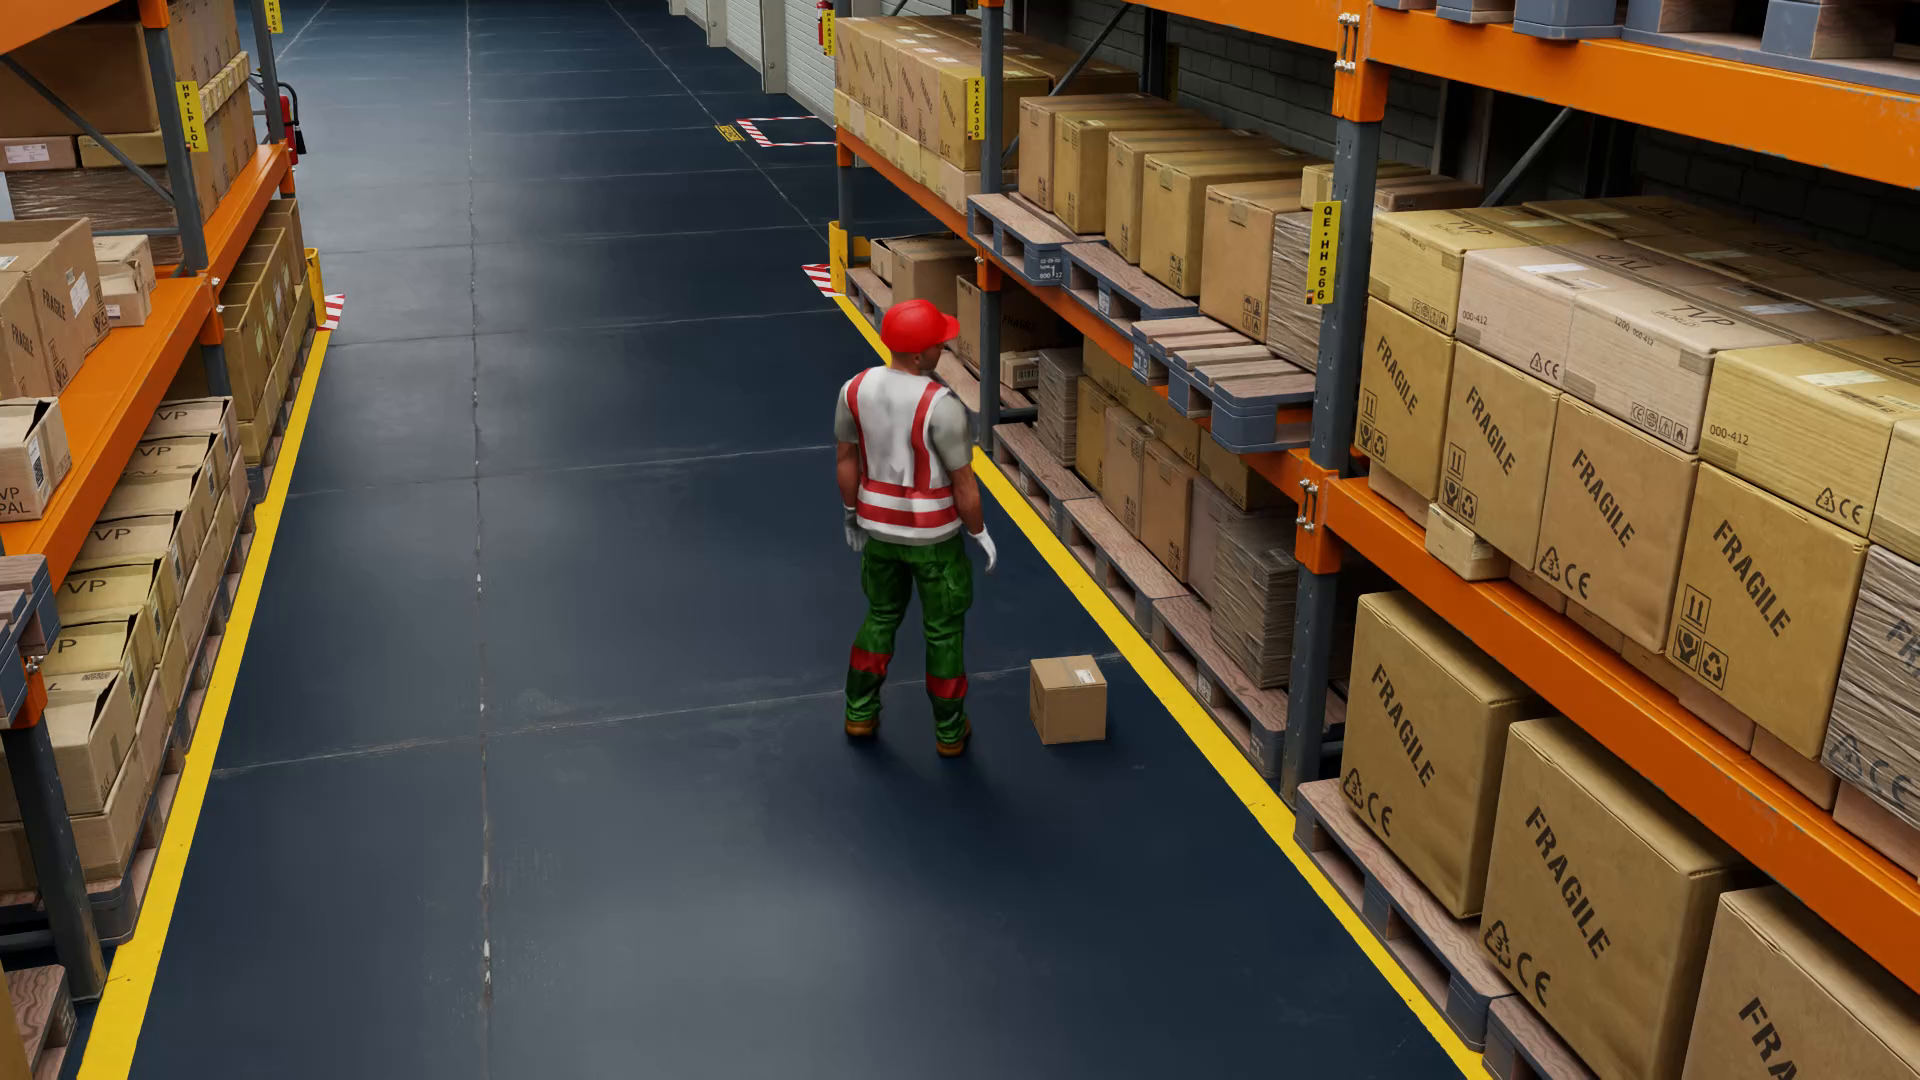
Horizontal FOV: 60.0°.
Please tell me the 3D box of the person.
[{"bbox_3d":[-0.168,-0.038,6.156,0.645,1.805,0.412,12,26,27],"label":"person"}]
